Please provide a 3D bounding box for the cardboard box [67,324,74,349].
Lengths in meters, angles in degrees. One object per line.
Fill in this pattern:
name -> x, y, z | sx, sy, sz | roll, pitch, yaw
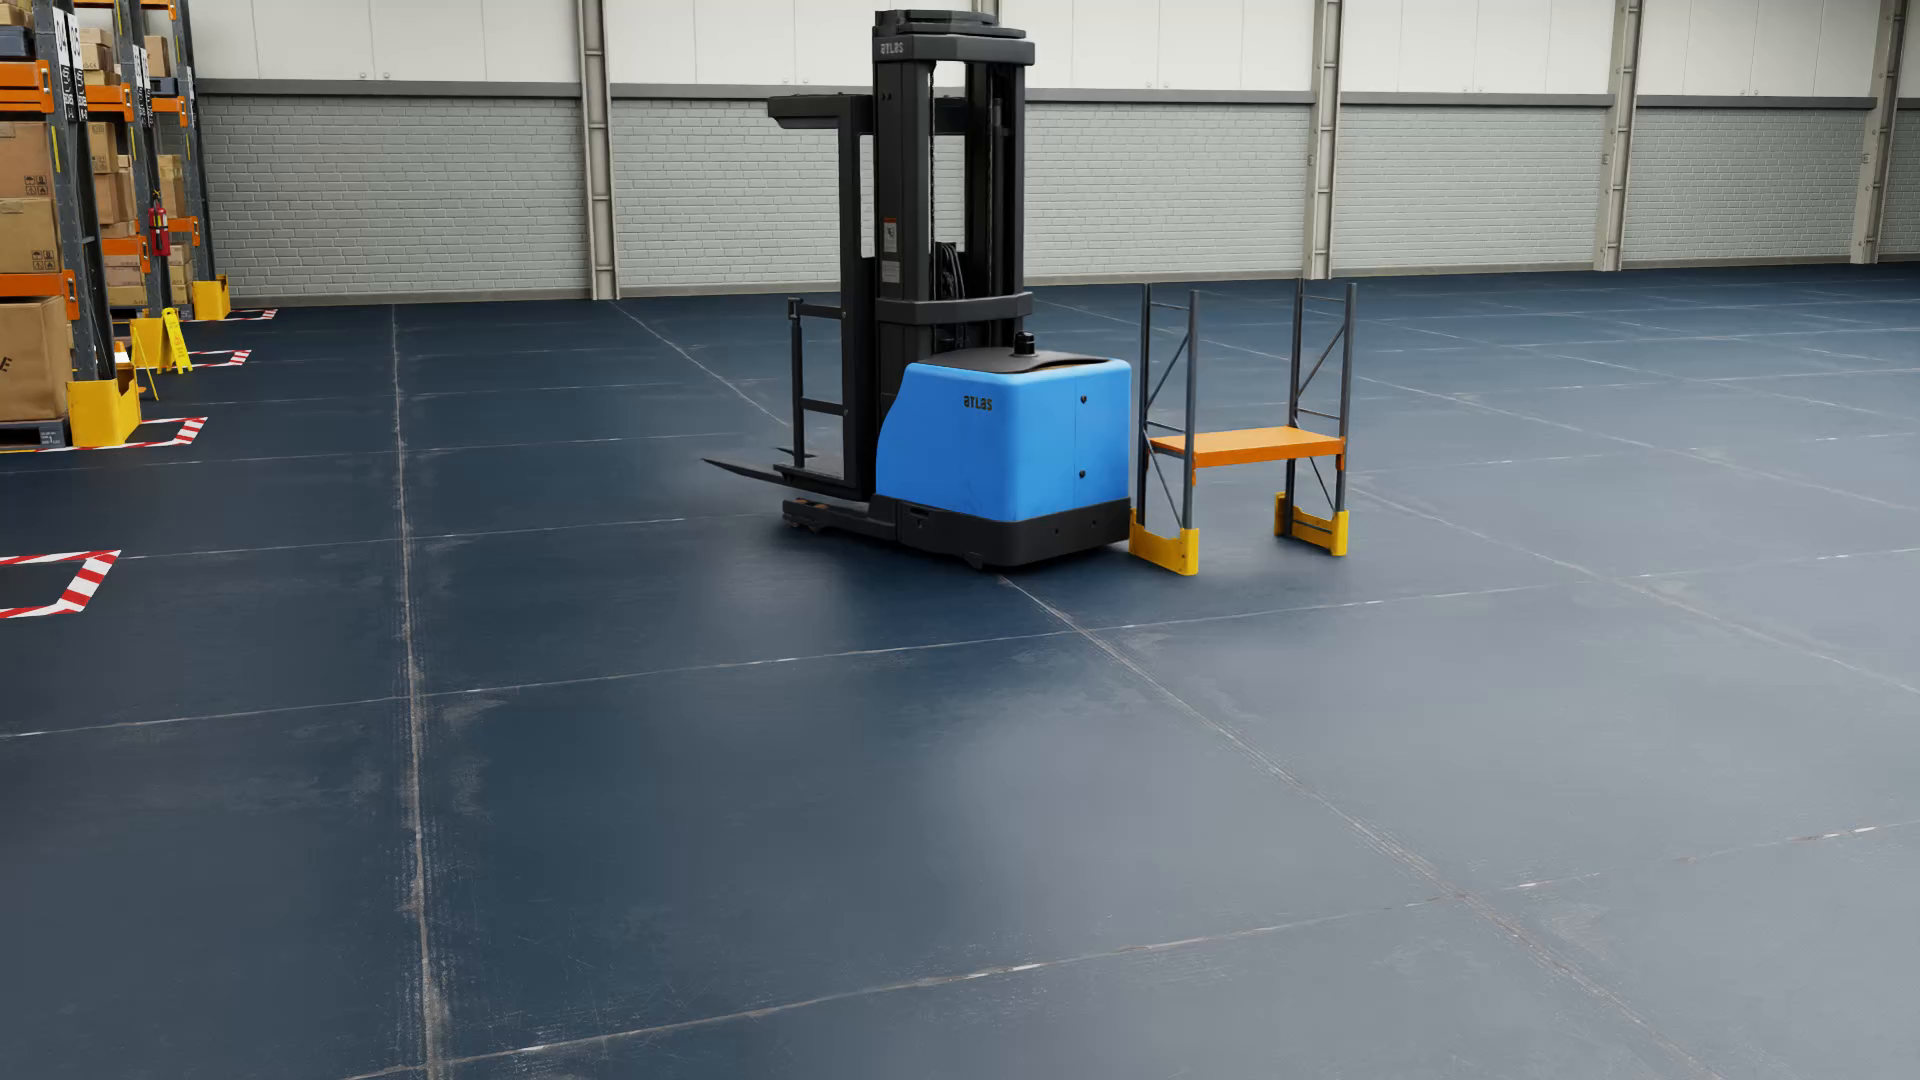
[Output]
cardboard box -> -9.131, -2.116, 17.090 | 0.500, 0.250, 0.500 | -5, 14, -18

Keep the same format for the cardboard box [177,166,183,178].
cardboard box -> -10.419, -4.854, 21.950 | 0.250, 0.149, 0.380 | -5, 14, -20

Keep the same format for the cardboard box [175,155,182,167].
cardboard box -> -10.401, -4.989, 21.874 | 0.250, 0.149, 0.380 | -5, 14, -19

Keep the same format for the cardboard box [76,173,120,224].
cardboard box -> -8.854, -3.462, 16.858 | 0.500, 0.500, 0.500 | -5, 14, -19

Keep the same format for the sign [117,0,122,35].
sign -> -8.270, -5.136, 16.359 | 0.005, 0.325, 0.100 | -4, 14, -18

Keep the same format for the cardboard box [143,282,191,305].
cardboard box -> -10.359, -3.221, 21.735 | 0.500, 0.250, 0.500 | -4, 14, -18

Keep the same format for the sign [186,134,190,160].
sign -> -9.854, -5.016, 21.236 | 0.005, 0.325, 0.100 | -4, 14, -18

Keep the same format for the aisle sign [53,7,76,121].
aisle sign -> -6.590, -3.496, 12.238 | 0.004, 0.787, 0.394 | -4, 14, -18

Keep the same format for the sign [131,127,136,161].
sign -> -8.270, -3.963, 16.638 | 0.005, 0.325, 0.100 | -4, 14, -18

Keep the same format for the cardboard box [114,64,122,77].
cardboard box -> -10.703, -5.920, 20.987 | 0.250, 0.149, 0.380 | -5, 14, -20

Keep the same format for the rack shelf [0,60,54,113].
rack shelf -> -8.649, -3.253, 11.909 | 4.000, 0.370, 1.077 | -4, 14, -18

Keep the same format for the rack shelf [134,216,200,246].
rack shelf -> -11.910, -3.960, 21.365 | 4.000, 0.370, 1.077 | -4, 14, -18

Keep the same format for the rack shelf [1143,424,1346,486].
rack shelf -> 1.563, -0.479, 9.194 | 1.000, 0.185, 0.538 | -6, 15, -25

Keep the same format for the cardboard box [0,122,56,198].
cardboard box -> -7.117, -2.871, 12.572 | 0.550, 0.550, 0.875 | -4, 14, -18

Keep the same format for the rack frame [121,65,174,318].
rack frame -> -8.428, -3.370, 17.327 | 0.127, 3.000, 1.000 | -4, 14, -18

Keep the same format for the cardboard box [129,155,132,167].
cardboard box -> -10.510, -4.869, 21.371 | 0.250, 0.149, 0.380 | -4, 14, -18

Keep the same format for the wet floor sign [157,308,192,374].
wet floor sign -> -7.906, -2.004, 16.671 | 0.232, 0.644, 0.267 | 0, 13, 1

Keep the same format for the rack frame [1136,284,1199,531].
rack frame -> 1.107, -0.602, 8.934 | 0.032, 1.500, 0.500 | -6, 15, -25

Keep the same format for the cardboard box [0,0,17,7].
cardboard box -> -7.128, -3.978, 11.960 | 0.500, 0.250, 0.500 | -4, 14, -17

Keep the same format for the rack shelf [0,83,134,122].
rack shelf -> -10.323, -4.331, 16.442 | 4.000, 0.370, 1.077 | -4, 14, -18

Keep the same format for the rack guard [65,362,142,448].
rack guard -> -6.730, -1.077, 13.091 | 0.348, 0.500, 1.175 | -4, 14, -18

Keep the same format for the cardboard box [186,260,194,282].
cardboard box -> -10.526, -3.579, 22.160 | 0.500, 0.250, 0.500 | -4, 14, -17

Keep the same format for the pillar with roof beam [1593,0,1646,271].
pillar with roof beam -> 13.158, -8.350, 25.300 | 0.400, 9.000, 9.100 | -4, 14, -18

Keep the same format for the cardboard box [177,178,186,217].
cardboard box -> -10.572, -4.531, 21.993 | 0.500, 0.500, 0.500 | -4, 14, -16

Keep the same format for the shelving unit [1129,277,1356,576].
shelving unit -> 1.555, -0.653, 9.148 | 1.083, 1.500, 0.587 | -6, 15, -25

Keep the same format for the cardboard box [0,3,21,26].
cardboard box -> -6.960, -3.783, 12.000 | 0.250, 0.149, 0.380 | -4, 14, -18

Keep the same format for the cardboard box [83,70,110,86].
cardboard box -> -8.677, -4.619, 16.640 | 0.250, 0.149, 0.380 | -4, 14, -18

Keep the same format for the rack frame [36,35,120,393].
rack frame -> -6.753, -2.291, 12.794 | 0.127, 3.000, 1.000 | -4, 14, -18

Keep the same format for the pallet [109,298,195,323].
pallet -> -10.726, -3.036, 21.949 | 1.213, 0.211, 1.003 | -4, 14, -18

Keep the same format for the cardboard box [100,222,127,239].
cardboard box -> -8.714, -3.173, 17.043 | 0.250, 0.149, 0.380 | -4, 14, -16

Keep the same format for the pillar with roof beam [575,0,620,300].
pillar with roof beam -> -3.902, -7.021, 19.715 | 0.400, 9.000, 9.100 | -4, 14, -18

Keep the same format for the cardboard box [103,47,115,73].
cardboard box -> -8.989, -4.922, 17.052 | 0.500, 0.250, 0.500 | -5, 14, -19

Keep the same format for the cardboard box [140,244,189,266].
cardboard box -> -10.351, -3.709, 21.626 | 0.500, 0.250, 0.500 | -4, 14, -16

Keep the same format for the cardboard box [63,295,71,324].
cardboard box -> -9.104, -2.485, 17.020 | 0.500, 0.500, 0.500 | -4, 14, -18

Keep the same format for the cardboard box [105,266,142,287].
cardboard box -> -10.855, -3.429, 21.529 | 0.500, 0.250, 0.500 | -5, 14, -19

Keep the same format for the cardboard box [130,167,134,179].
cardboard box -> -10.486, -4.710, 21.343 | 0.250, 0.149, 0.380 | -4, 14, -17

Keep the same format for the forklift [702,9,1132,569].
forklift -> -0.414, -1.544, 9.799 | 1.130, 2.935, 3.031 | -12, 18, -42

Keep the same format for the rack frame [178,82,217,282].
rack frame -> -10.014, -4.458, 21.902 | 0.127, 3.000, 1.000 | -4, 14, -18

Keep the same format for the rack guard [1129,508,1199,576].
rack guard -> 1.108, 0.006, 9.079 | 0.087, 0.250, 0.587 | -6, 15, -25

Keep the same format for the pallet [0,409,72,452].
pallet -> -7.486, -0.859, 12.796 | 1.213, 0.211, 1.003 | -4, 14, -18

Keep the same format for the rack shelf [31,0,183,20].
rack shelf -> -11.910, -6.684, 20.717 | 4.000, 0.370, 1.077 | -4, 14, -18

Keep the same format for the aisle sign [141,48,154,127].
aisle sign -> -8.468, -4.707, 17.331 | 0.004, 0.787, 0.394 | -4, 14, -18

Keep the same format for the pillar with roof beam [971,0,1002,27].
pillar with roof beam -> 1.785, -7.464, 21.577 | 0.400, 9.000, 9.100 | -4, 14, -18

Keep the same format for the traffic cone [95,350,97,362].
traffic cone -> -8.424, -1.821, 16.297 | 0.334, 0.463, 0.336 | -4, 14, -18

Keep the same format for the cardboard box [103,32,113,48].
cardboard box -> -8.829, -5.113, 16.994 | 0.250, 0.149, 0.380 | -5, 14, -18

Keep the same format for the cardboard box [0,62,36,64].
cardboard box -> -9.308, -4.770, 16.413 | 0.500, 0.250, 0.500 | -5, 14, -19

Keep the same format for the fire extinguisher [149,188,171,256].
fire extinguisher -> -8.172, -3.239, 16.946 | 0.183, 0.674, 0.296 | -4, 14, -18
